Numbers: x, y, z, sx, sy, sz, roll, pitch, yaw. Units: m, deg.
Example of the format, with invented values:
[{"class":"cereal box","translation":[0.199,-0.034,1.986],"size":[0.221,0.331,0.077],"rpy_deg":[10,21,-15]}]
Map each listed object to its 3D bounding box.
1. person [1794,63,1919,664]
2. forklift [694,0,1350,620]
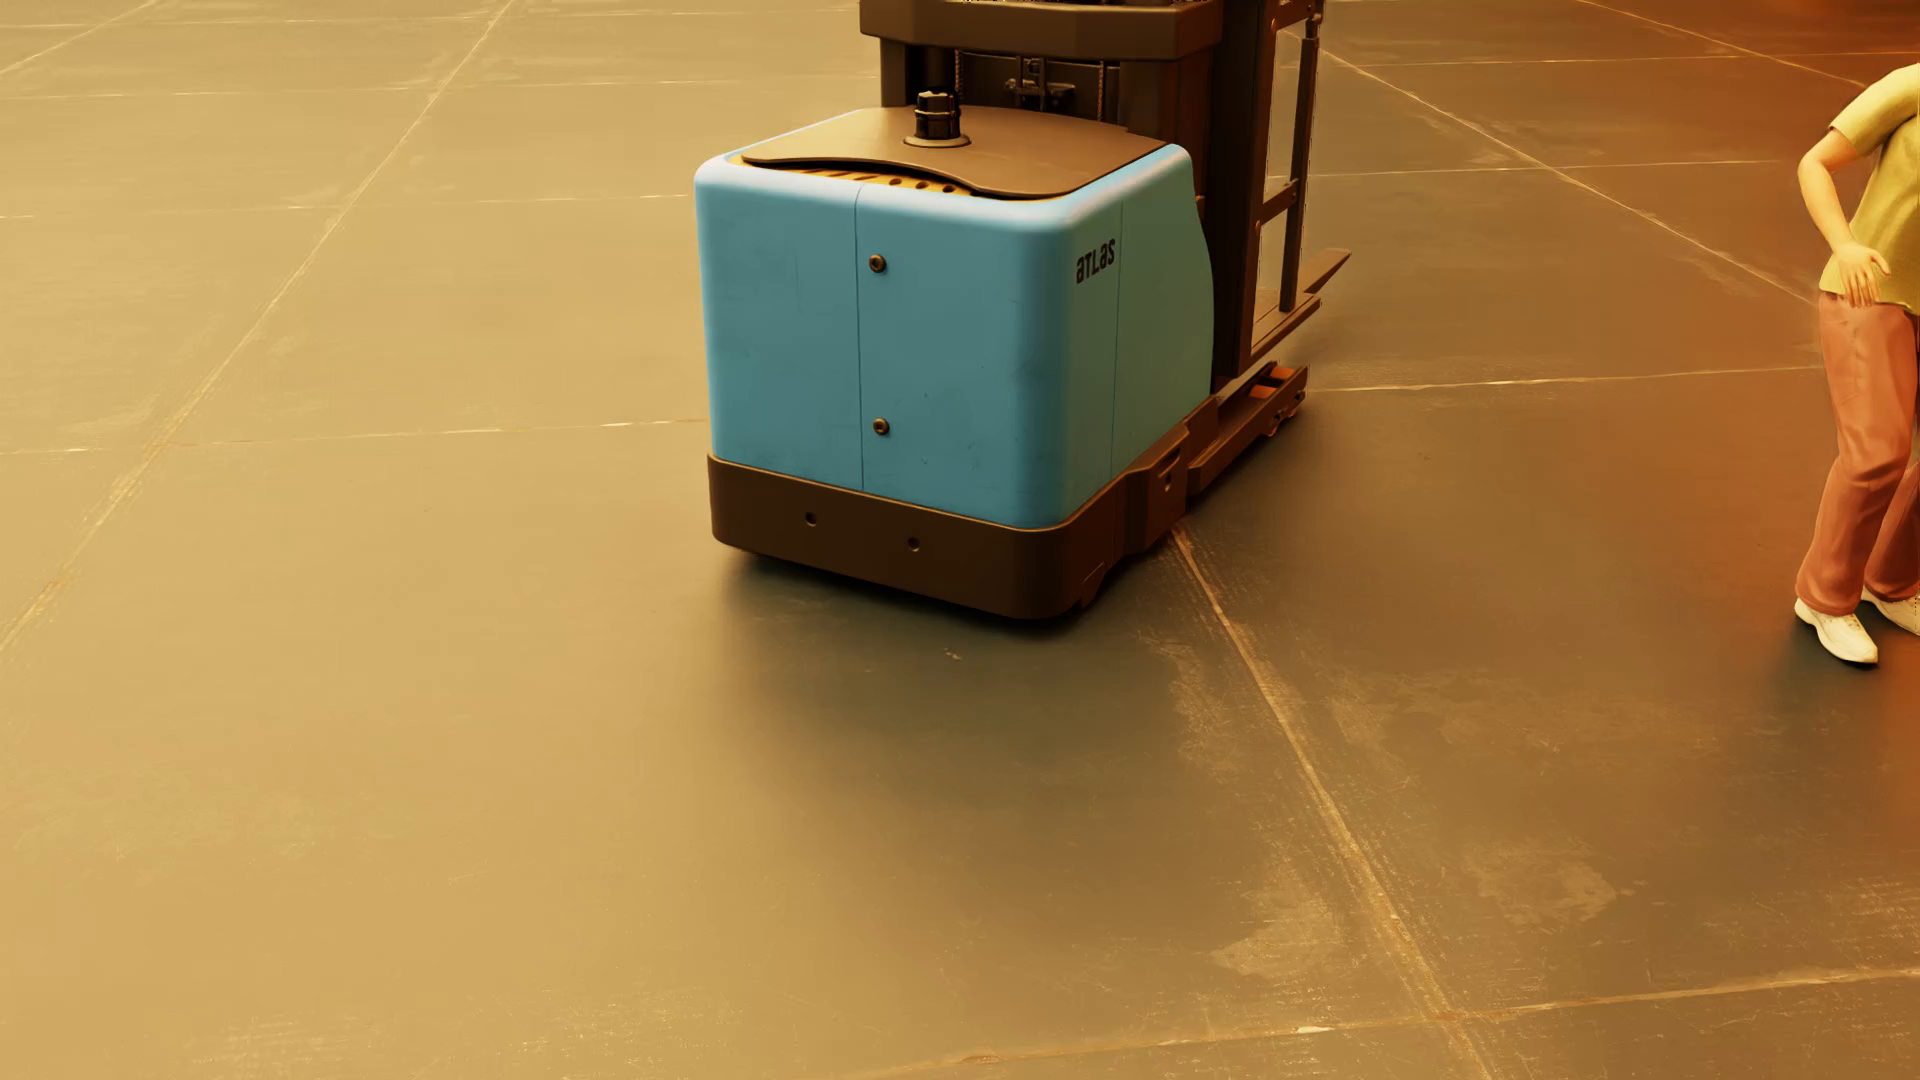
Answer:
[{"class":"person","translation":[2.258,-0.497,3.819],"size":[0.692,1.618,0.488],"rpy_deg":[2,26,5]},{"class":"forklift","translation":[0.481,-1.730,4.819],"size":[1.130,2.935,3.031],"rpy_deg":[13,29,26]}]
